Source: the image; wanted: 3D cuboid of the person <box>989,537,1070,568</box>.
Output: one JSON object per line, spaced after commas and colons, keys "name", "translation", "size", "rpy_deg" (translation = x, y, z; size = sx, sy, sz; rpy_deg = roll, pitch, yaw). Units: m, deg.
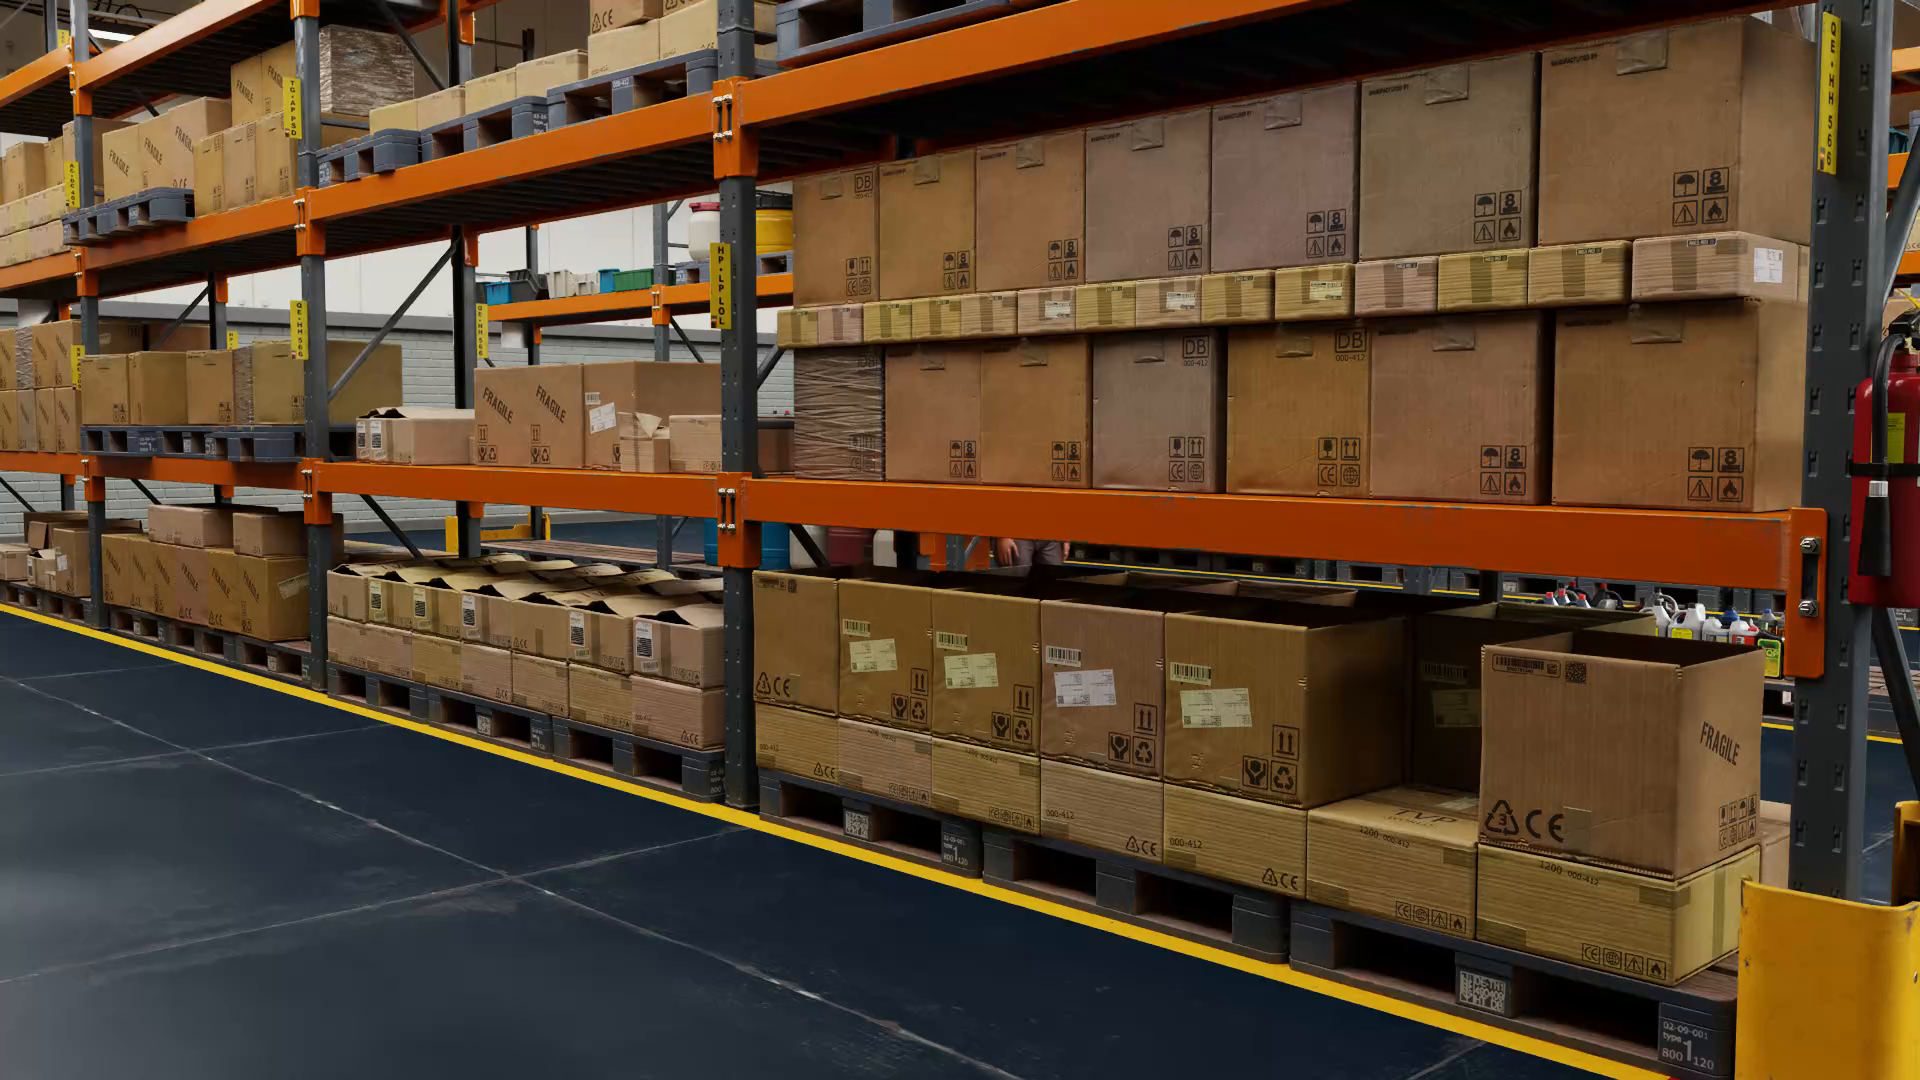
{"name": "person", "translation": [0.396, 0.007, 9.347], "size": [0.581, 1.721, 0.461], "rpy_deg": [-4, 5, -44]}
